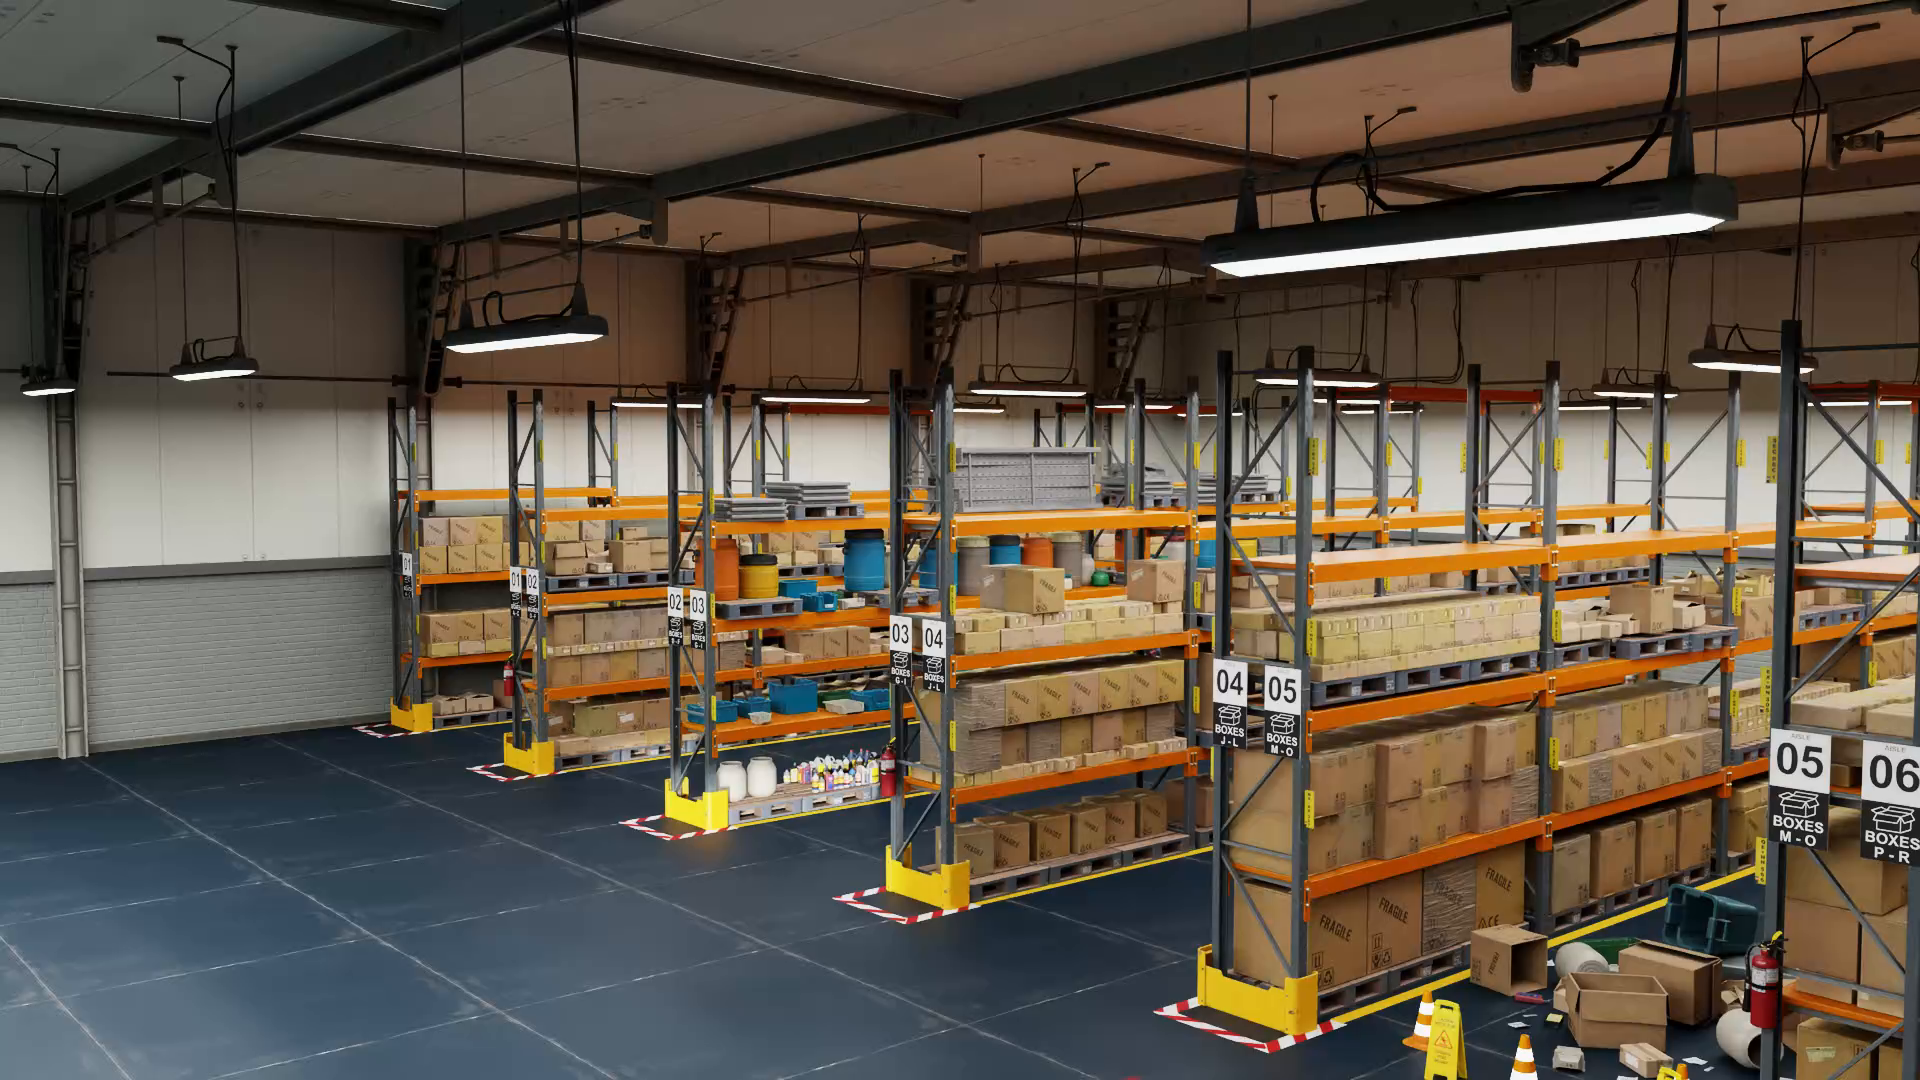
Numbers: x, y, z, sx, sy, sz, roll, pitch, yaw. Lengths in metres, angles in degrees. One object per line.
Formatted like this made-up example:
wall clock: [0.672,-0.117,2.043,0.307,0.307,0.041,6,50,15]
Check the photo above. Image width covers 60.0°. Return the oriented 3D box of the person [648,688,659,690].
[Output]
person: [-5.433,2.569,29.762,0.578,1.680,0.882,3,5,44]

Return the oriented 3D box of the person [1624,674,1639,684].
person: [10.323,2.845,25.676,0.582,1.666,0.609,-3,5,-44]
